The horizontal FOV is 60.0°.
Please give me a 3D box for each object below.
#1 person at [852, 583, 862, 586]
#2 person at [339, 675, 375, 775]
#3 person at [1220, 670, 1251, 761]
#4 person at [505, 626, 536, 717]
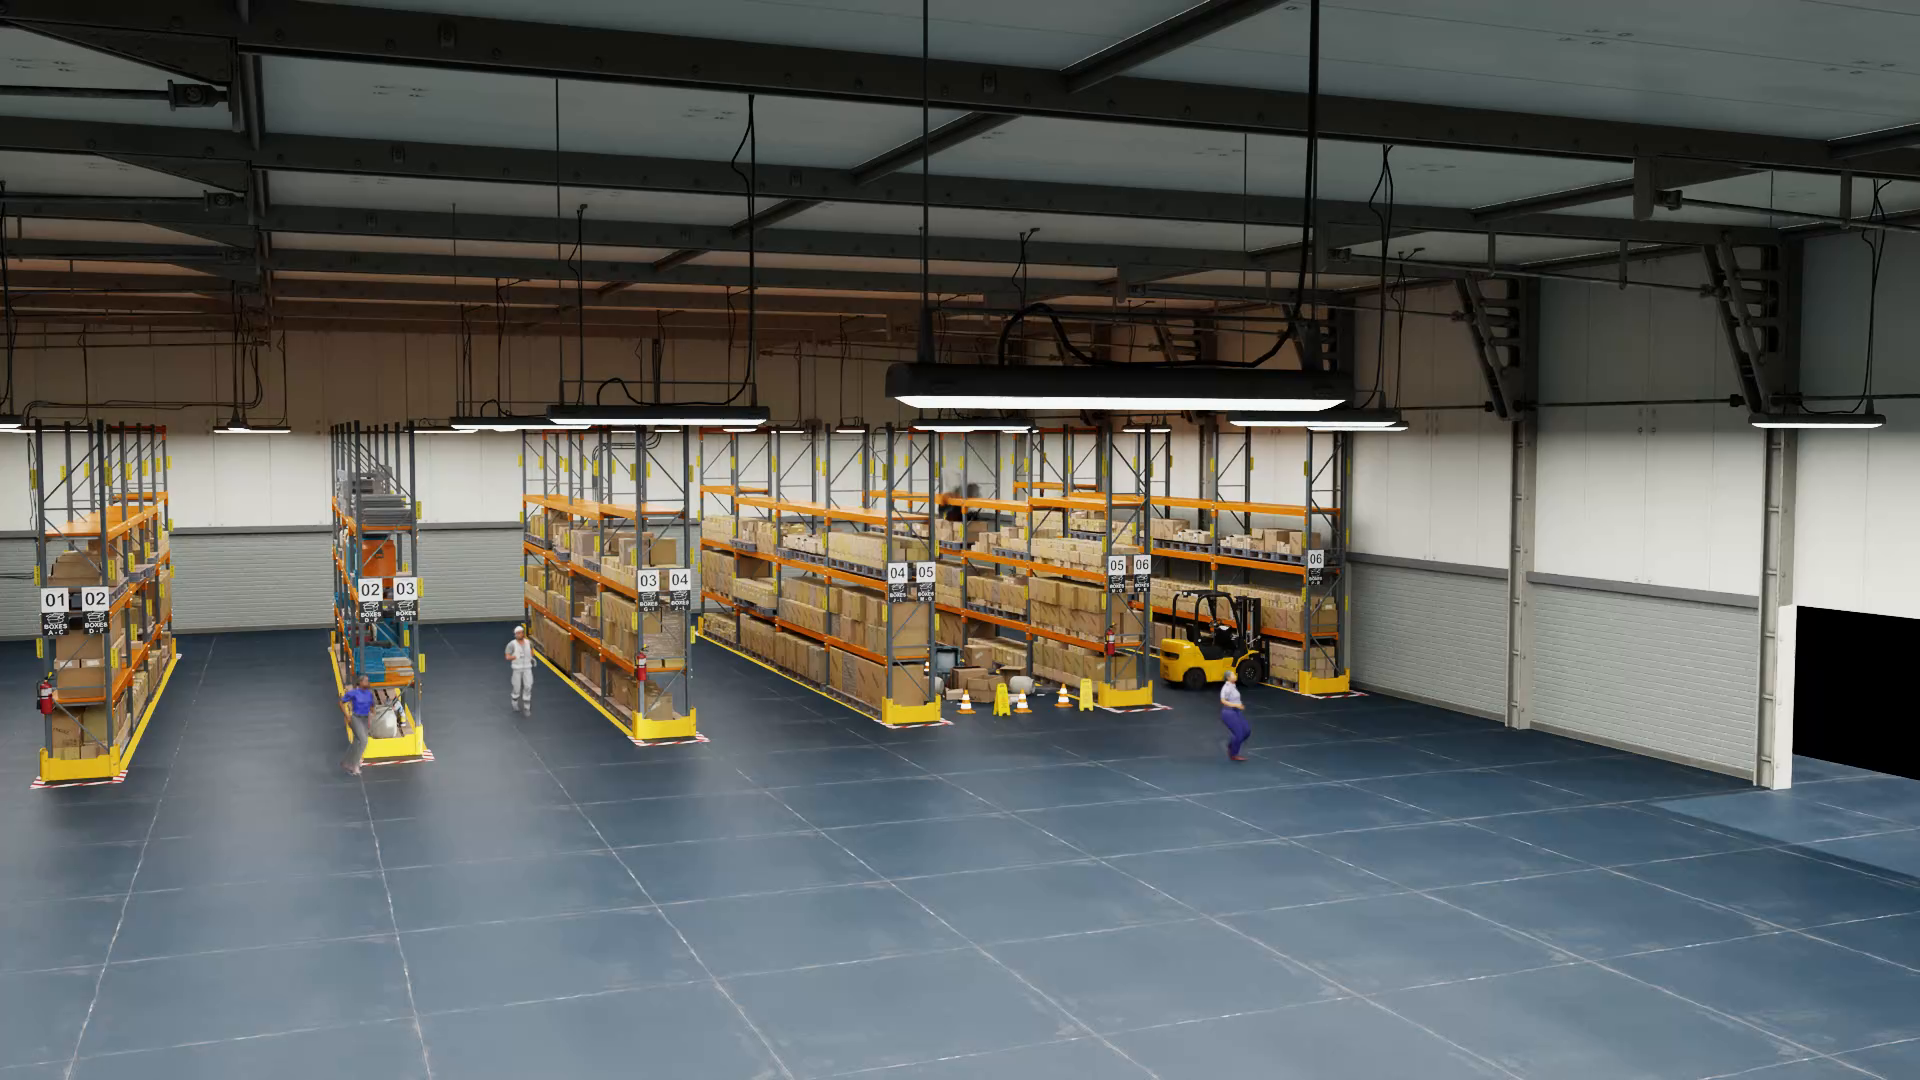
[{"bbox_3d":[-3.068,1.715,51.298,0.777,1.619,0.578,-1,4,-10],"label":"person"},{"bbox_3d":[-10.244,3.151,28.365,0.640,1.681,0.606,1,4,20],"label":"person"},{"bbox_3d":[4.844,3.093,29.342,0.550,1.589,0.602,1,4,22],"label":"person"},{"bbox_3d":[-9.019,2.677,34.160,0.653,1.819,0.849,-2,4,-31],"label":"person"}]
